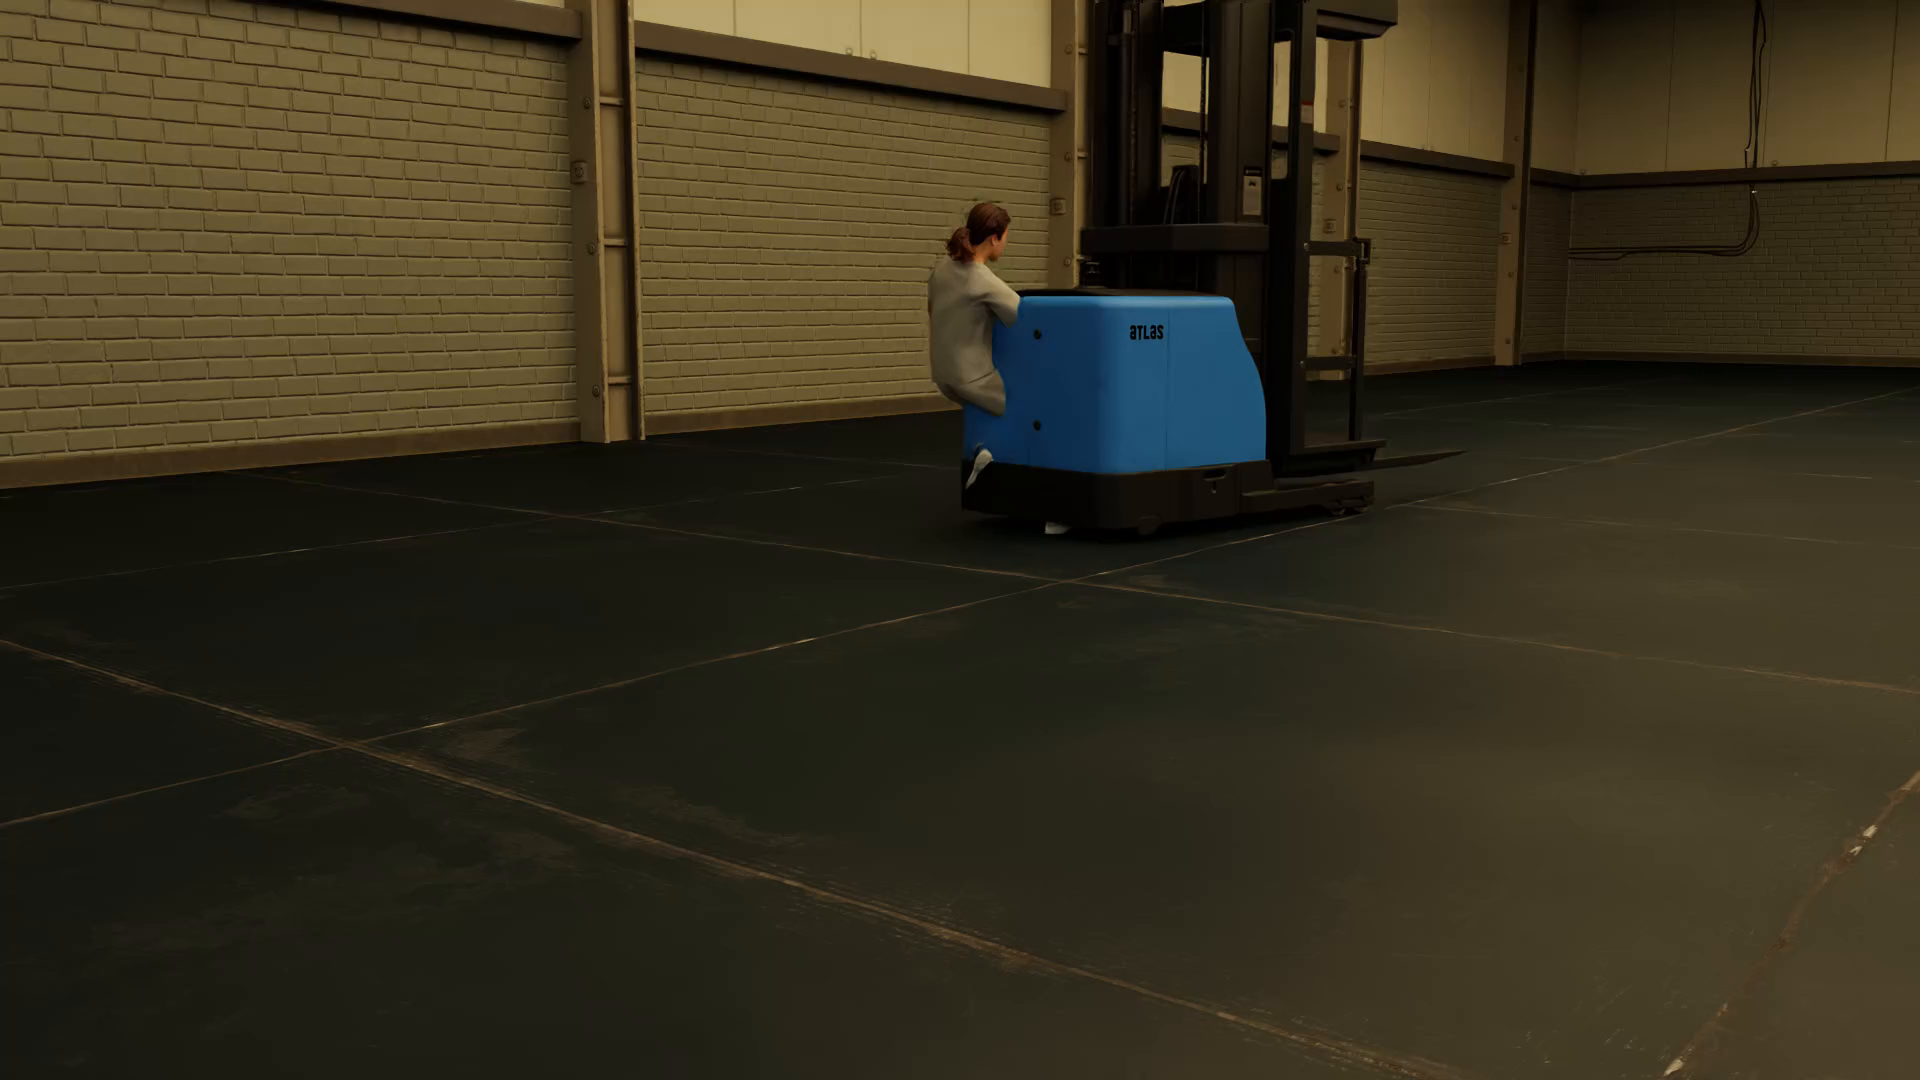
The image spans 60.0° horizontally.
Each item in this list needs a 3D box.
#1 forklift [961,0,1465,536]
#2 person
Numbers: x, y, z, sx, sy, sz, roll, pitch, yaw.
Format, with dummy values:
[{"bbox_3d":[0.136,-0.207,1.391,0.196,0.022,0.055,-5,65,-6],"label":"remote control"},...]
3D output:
[{"bbox_3d":[1.450,-1.619,8.347,3.031,2.935,1.130,-7,11,-40],"label":"forklift"},{"bbox_3d":[0.237,-0.810,7.783,0.710,1.496,0.772,-7,11,-38],"label":"person"}]
